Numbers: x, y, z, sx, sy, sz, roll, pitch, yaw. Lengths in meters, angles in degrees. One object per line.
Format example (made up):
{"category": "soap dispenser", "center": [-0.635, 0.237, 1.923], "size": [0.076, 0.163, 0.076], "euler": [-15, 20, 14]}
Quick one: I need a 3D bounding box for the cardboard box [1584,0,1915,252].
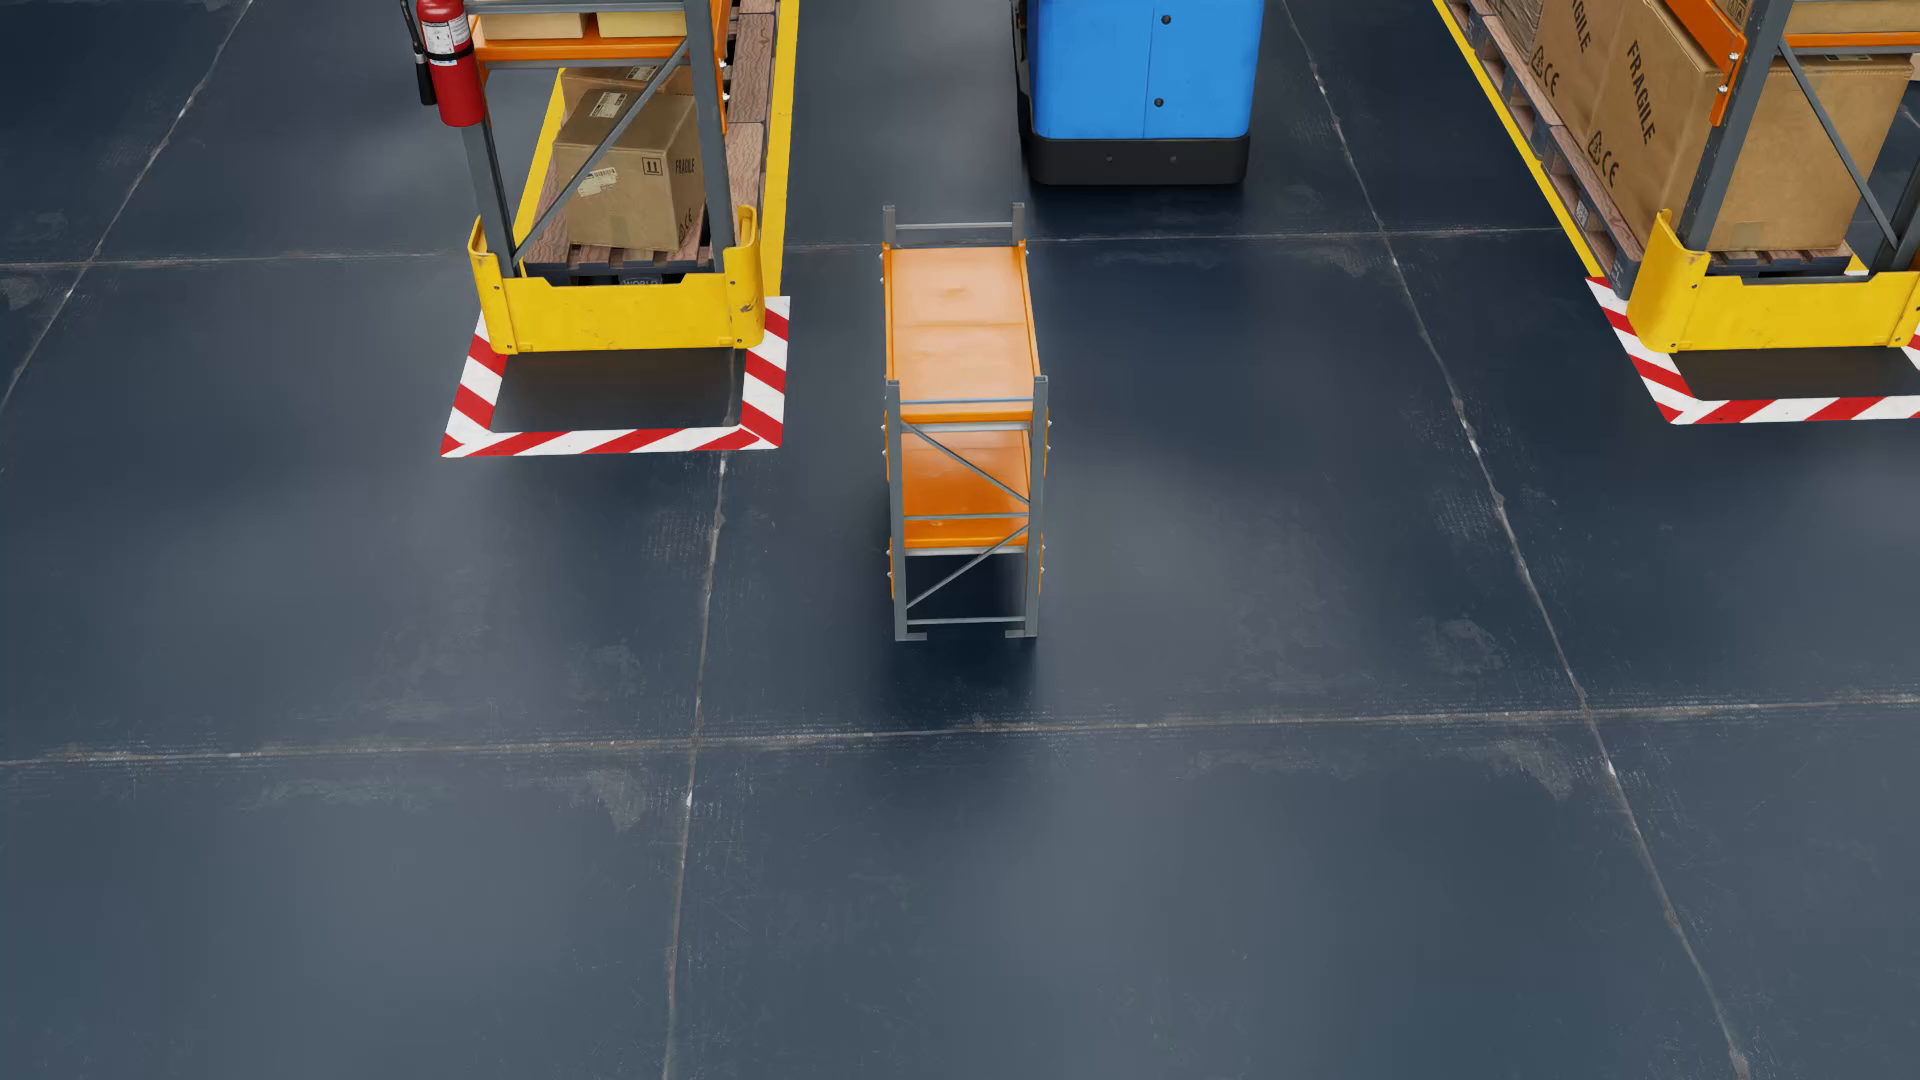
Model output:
{"category": "cardboard box", "center": [3.428, -1.882, 7.345], "size": [0.875, 0.875, 0.875], "euler": [-1, 43, -2]}

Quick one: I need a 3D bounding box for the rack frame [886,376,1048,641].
{"category": "rack frame", "center": [0.021, -0.076, 5.500], "size": [0.500, 1.125, 0.032], "euler": [-2, 43, -2]}

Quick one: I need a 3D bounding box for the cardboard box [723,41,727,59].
{"category": "cardboard box", "center": [-1.493, -2.840, 8.668], "size": [0.500, 0.500, 0.500], "euler": [-5, 43, -6]}

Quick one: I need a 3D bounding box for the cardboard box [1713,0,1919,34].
{"category": "cardboard box", "center": [3.462, -2.359, 6.493], "size": [0.875, 0.550, 0.550], "euler": [-2, 43, -2]}

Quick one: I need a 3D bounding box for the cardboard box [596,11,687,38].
{"category": "cardboard box", "center": [-1.211, -2.087, 6.493], "size": [0.380, 0.149, 0.250], "euler": [-2, 43, -2]}

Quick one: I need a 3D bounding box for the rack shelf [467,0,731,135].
{"category": "rack shelf", "center": [-1.522, -3.066, 7.907], "size": [1.077, 0.370, 4.000], "euler": [-2, 43, -2]}

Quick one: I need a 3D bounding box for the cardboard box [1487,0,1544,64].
{"category": "cardboard box", "center": [3.352, -3.092, 8.665], "size": [0.875, 0.875, 0.875], "euler": [-1, 43, -1]}

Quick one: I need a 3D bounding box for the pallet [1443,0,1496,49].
{"category": "pallet", "center": [3.307, -3.212, 9.598], "size": [1.003, 0.211, 1.213], "euler": [-2, 43, -2]}

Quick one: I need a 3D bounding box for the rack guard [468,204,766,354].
{"category": "rack guard", "center": [-1.440, -1.111, 7.092], "size": [1.175, 0.500, 0.348], "euler": [-2, 43, -2]}

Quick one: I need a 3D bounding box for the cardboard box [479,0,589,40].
{"category": "cardboard box", "center": [-1.656, -2.075, 6.479], "size": [0.380, 0.149, 0.250], "euler": [-2, 43, -2]}

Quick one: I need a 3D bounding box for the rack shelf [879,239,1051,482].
{"category": "rack shelf", "center": [0.000, -0.635, 5.677], "size": [0.538, 0.278, 1.000], "euler": [-2, 43, -2]}

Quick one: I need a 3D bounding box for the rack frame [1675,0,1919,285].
{"category": "rack frame", "center": [3.523, -2.055, 6.272], "size": [1.000, 3.000, 0.127], "euler": [-2, 43, -2]}

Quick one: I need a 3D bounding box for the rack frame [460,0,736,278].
{"category": "rack frame", "center": [-1.437, -1.981, 6.191], "size": [1.000, 3.000, 0.127], "euler": [-2, 43, -2]}

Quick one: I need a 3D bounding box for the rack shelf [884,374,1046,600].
{"category": "rack shelf", "center": [0.000, -0.239, 6.040], "size": [0.538, 0.278, 1.000], "euler": [-2, 43, -2]}

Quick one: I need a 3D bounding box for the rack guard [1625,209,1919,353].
{"category": "rack guard", "center": [3.524, -1.117, 7.099], "size": [1.175, 0.500, 0.348], "euler": [-2, 43, -2]}

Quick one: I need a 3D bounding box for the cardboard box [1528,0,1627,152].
{"category": "cardboard box", "center": [3.388, -2.476, 7.993], "size": [0.875, 0.875, 0.875], "euler": [-2, 43, -2]}

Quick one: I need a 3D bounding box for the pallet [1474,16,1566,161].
{"category": "pallet", "center": [3.362, -2.386, 8.697], "size": [1.003, 0.211, 1.213], "euler": [-2, 43, -2]}

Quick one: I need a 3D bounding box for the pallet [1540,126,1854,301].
{"category": "pallet", "center": [3.410, -1.564, 7.801], "size": [1.003, 0.211, 1.213], "euler": [-2, 43, -2]}

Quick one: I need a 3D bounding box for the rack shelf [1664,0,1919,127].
{"category": "rack shelf", "center": [3.438, -3.140, 7.988], "size": [1.077, 0.370, 4.000], "euler": [-2, 43, -2]}

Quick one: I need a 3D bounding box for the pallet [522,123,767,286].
{"category": "pallet", "center": [-1.440, -1.554, 7.789], "size": [1.003, 0.211, 1.213], "euler": [-2, 43, -2]}

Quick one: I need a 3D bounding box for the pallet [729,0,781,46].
{"category": "pallet", "center": [-1.543, -3.201, 9.586], "size": [1.003, 0.211, 1.213], "euler": [-2, 43, -2]}

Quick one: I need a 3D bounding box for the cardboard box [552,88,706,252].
{"category": "cardboard box", "center": [-1.447, -1.636, 7.354], "size": [0.500, 0.500, 0.500], "euler": [6, 43, 6]}

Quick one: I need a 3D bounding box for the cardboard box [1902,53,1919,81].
{"category": "cardboard box", "center": [5.266, -2.640, 8.933], "size": [0.396, 0.266, 0.258], "euler": [5, 43, 6]}

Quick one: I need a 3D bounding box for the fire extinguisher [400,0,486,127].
{"category": "fire extinguisher", "center": [-1.893, -1.862, 6.118], "size": [0.296, 0.674, 0.183], "euler": [-2, 43, -2]}

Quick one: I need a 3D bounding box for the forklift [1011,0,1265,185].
{"category": "forklift", "center": [0.853, -3.763, 8.186], "size": [1.130, 2.935, 3.031], "euler": [0, 43, 0]}

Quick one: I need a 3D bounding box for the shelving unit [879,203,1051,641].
{"category": "shelving unit", "center": [0.000, -0.419, 5.875], "size": [0.538, 1.125, 1.048], "euler": [-2, 43, -2]}

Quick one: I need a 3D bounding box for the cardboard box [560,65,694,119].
{"category": "cardboard box", "center": [-1.507, -2.039, 7.793], "size": [0.500, 0.500, 0.500], "euler": [9, 43, 9]}

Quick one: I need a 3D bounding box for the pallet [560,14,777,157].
{"category": "pallet", "center": [-1.488, -2.375, 8.685], "size": [1.003, 0.211, 1.213], "euler": [-2, 43, -2]}

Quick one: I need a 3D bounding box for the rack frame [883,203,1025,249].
{"category": "rack frame", "center": [-0.022, -0.762, 6.249], "size": [0.500, 1.125, 0.032], "euler": [-2, 43, -2]}
